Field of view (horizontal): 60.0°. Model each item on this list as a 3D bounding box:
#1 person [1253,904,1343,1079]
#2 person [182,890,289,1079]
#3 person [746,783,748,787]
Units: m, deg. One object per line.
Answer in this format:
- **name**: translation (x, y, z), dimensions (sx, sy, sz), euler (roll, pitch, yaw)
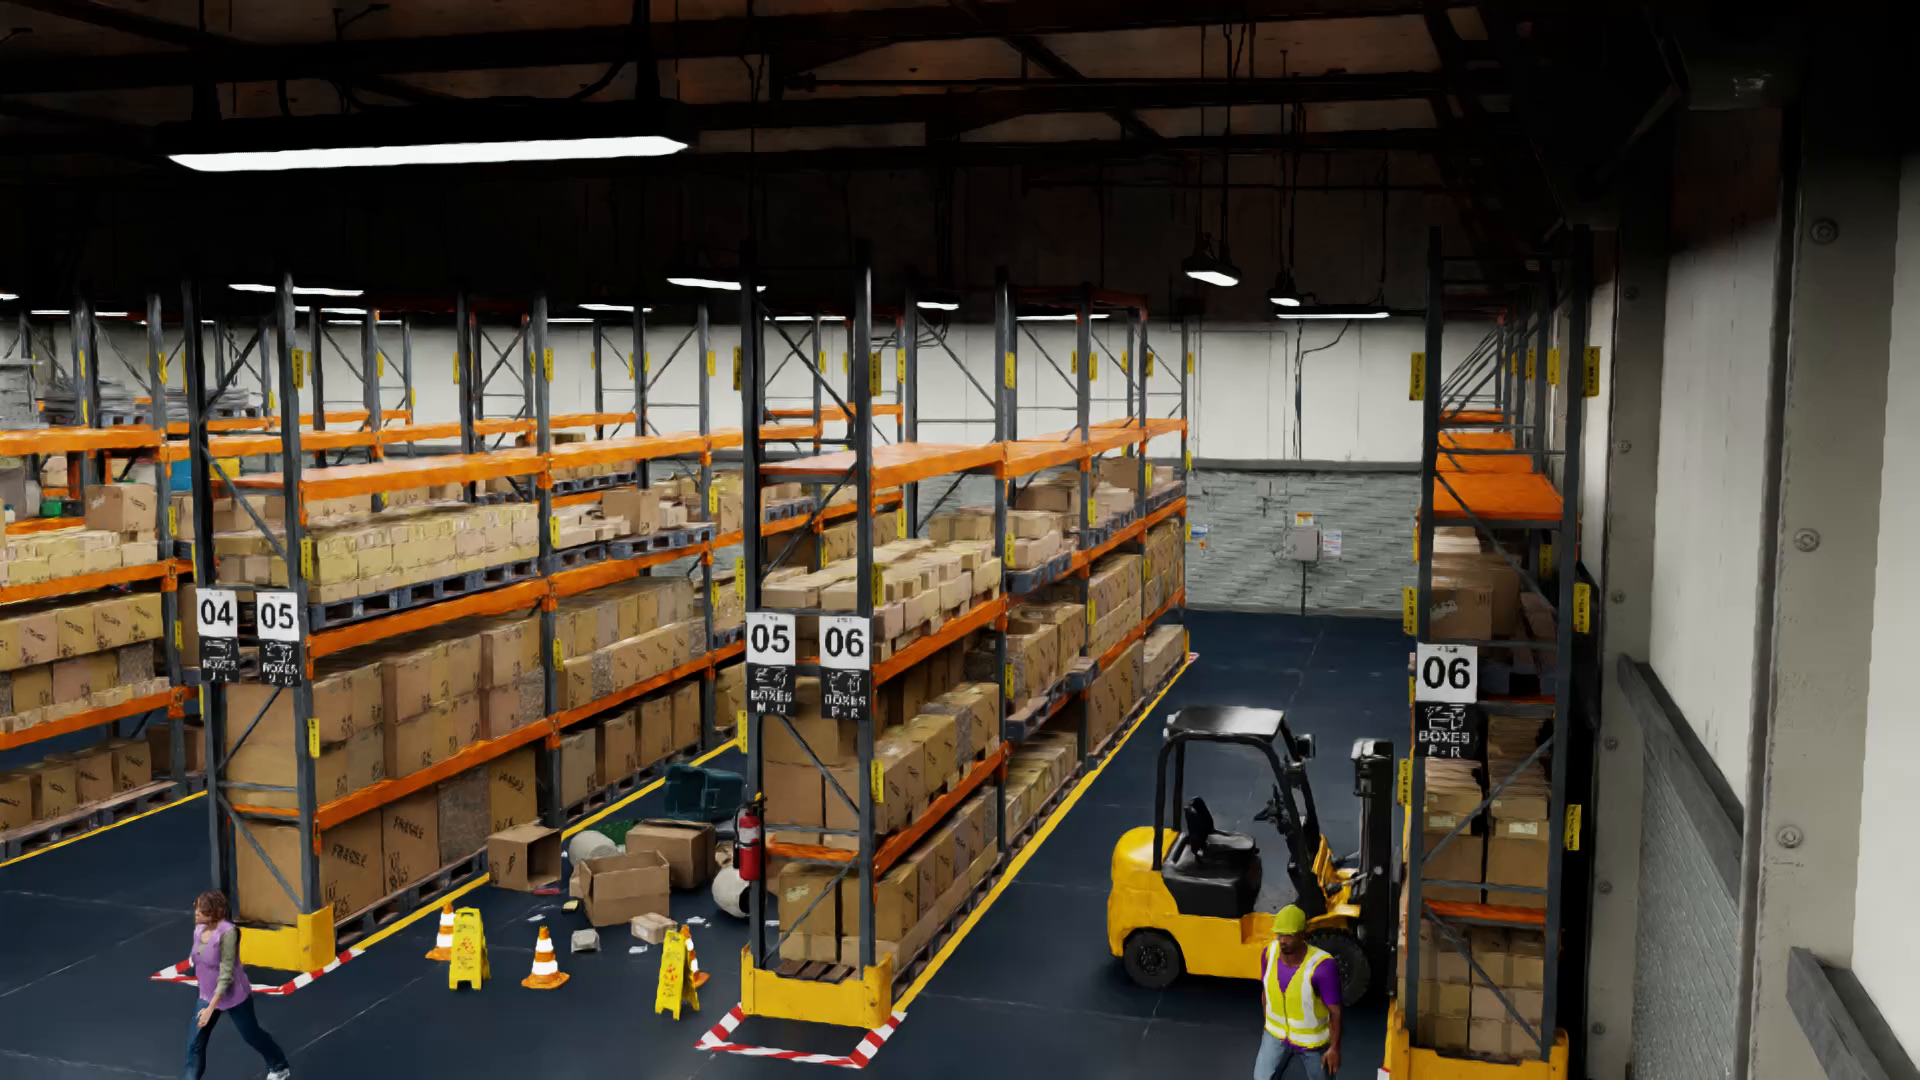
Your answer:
- **person**: translation (2.172, 3.143, 10.616), dimensions (0.614, 1.711, 0.971), euler (5, 8, 36)
- **person**: translation (-5.046, 3.117, 11.376), dimensions (0.407, 1.520, 0.962), euler (3, 7, 26)
- **person**: translation (-2.383, 2.113, 19.854), dimensions (0.493, 1.657, 0.449), euler (-6, 9, -43)
